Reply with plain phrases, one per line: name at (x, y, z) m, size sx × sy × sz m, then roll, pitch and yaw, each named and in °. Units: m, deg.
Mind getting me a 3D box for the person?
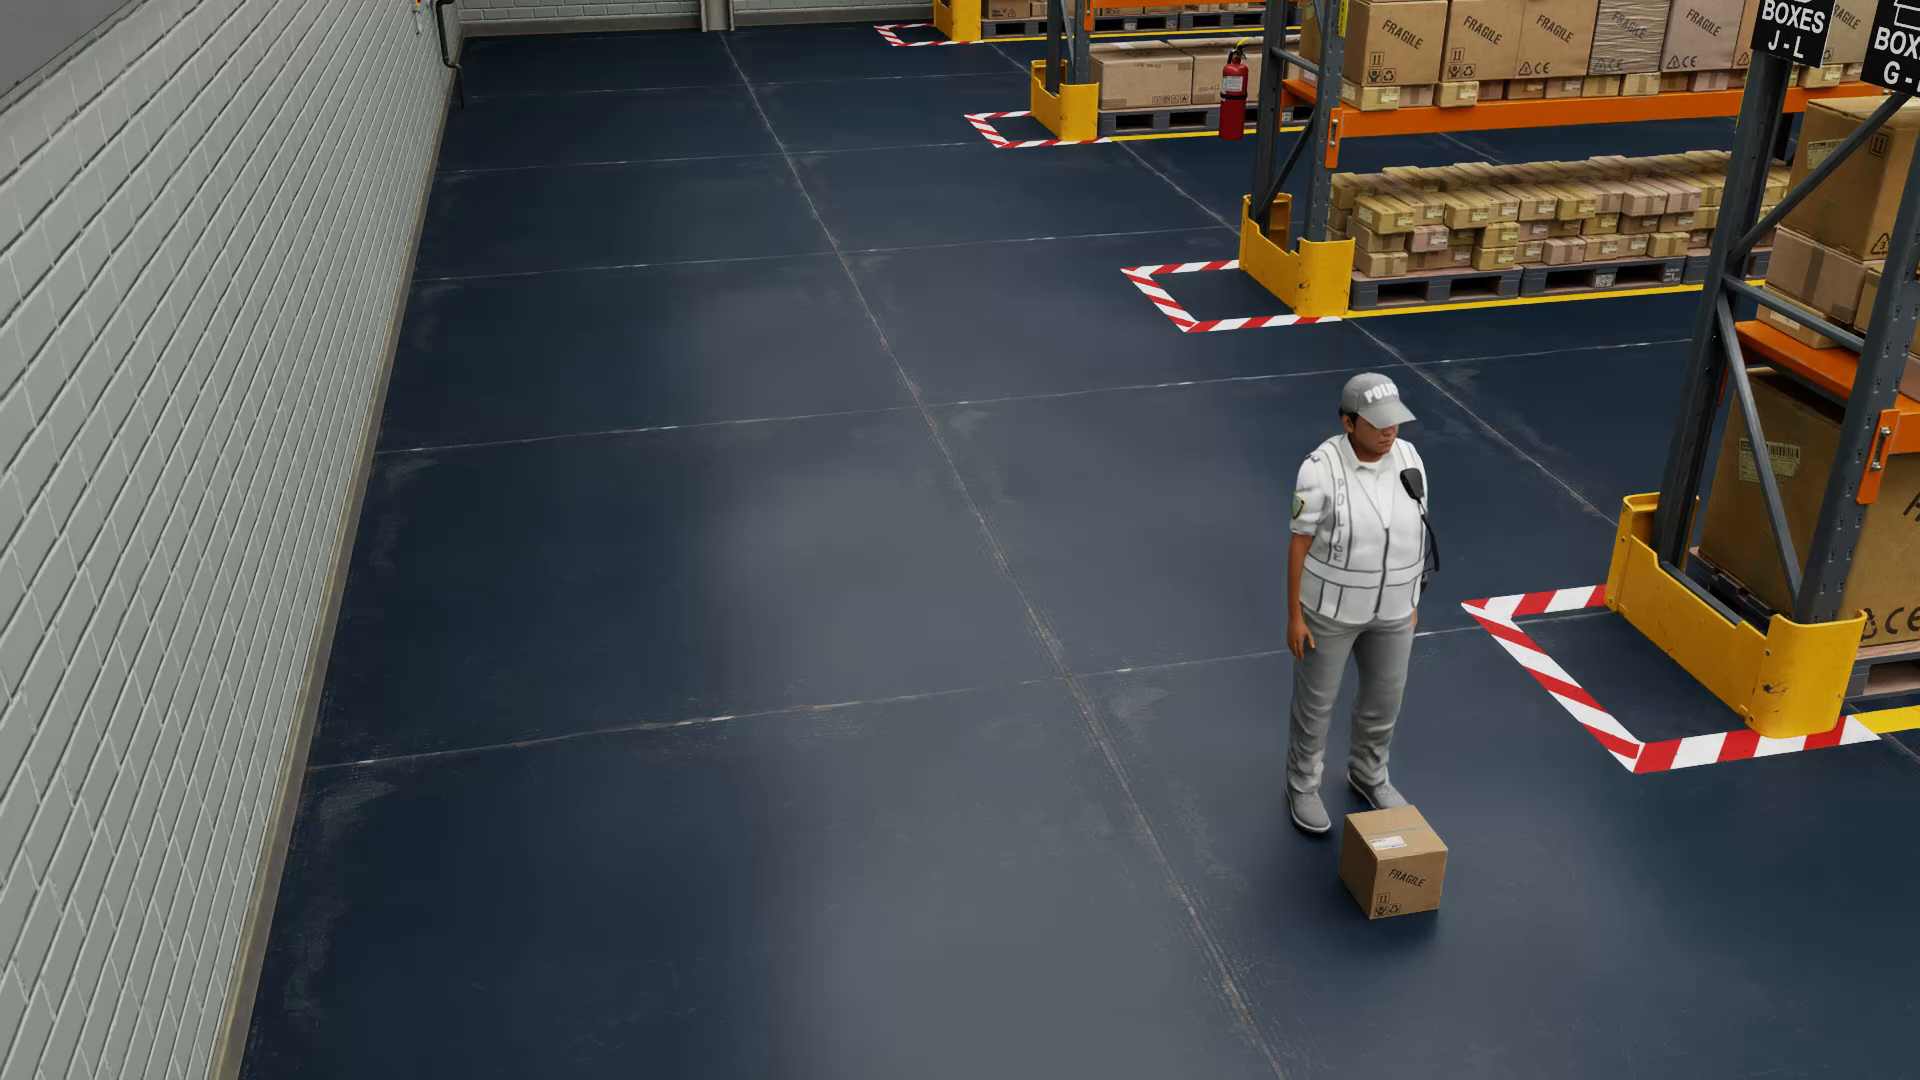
person at (1.356, 0.231, 5.660) m, size 0.524 × 1.684 × 0.380 m, roll -5°, pitch 27°, yaw -11°
